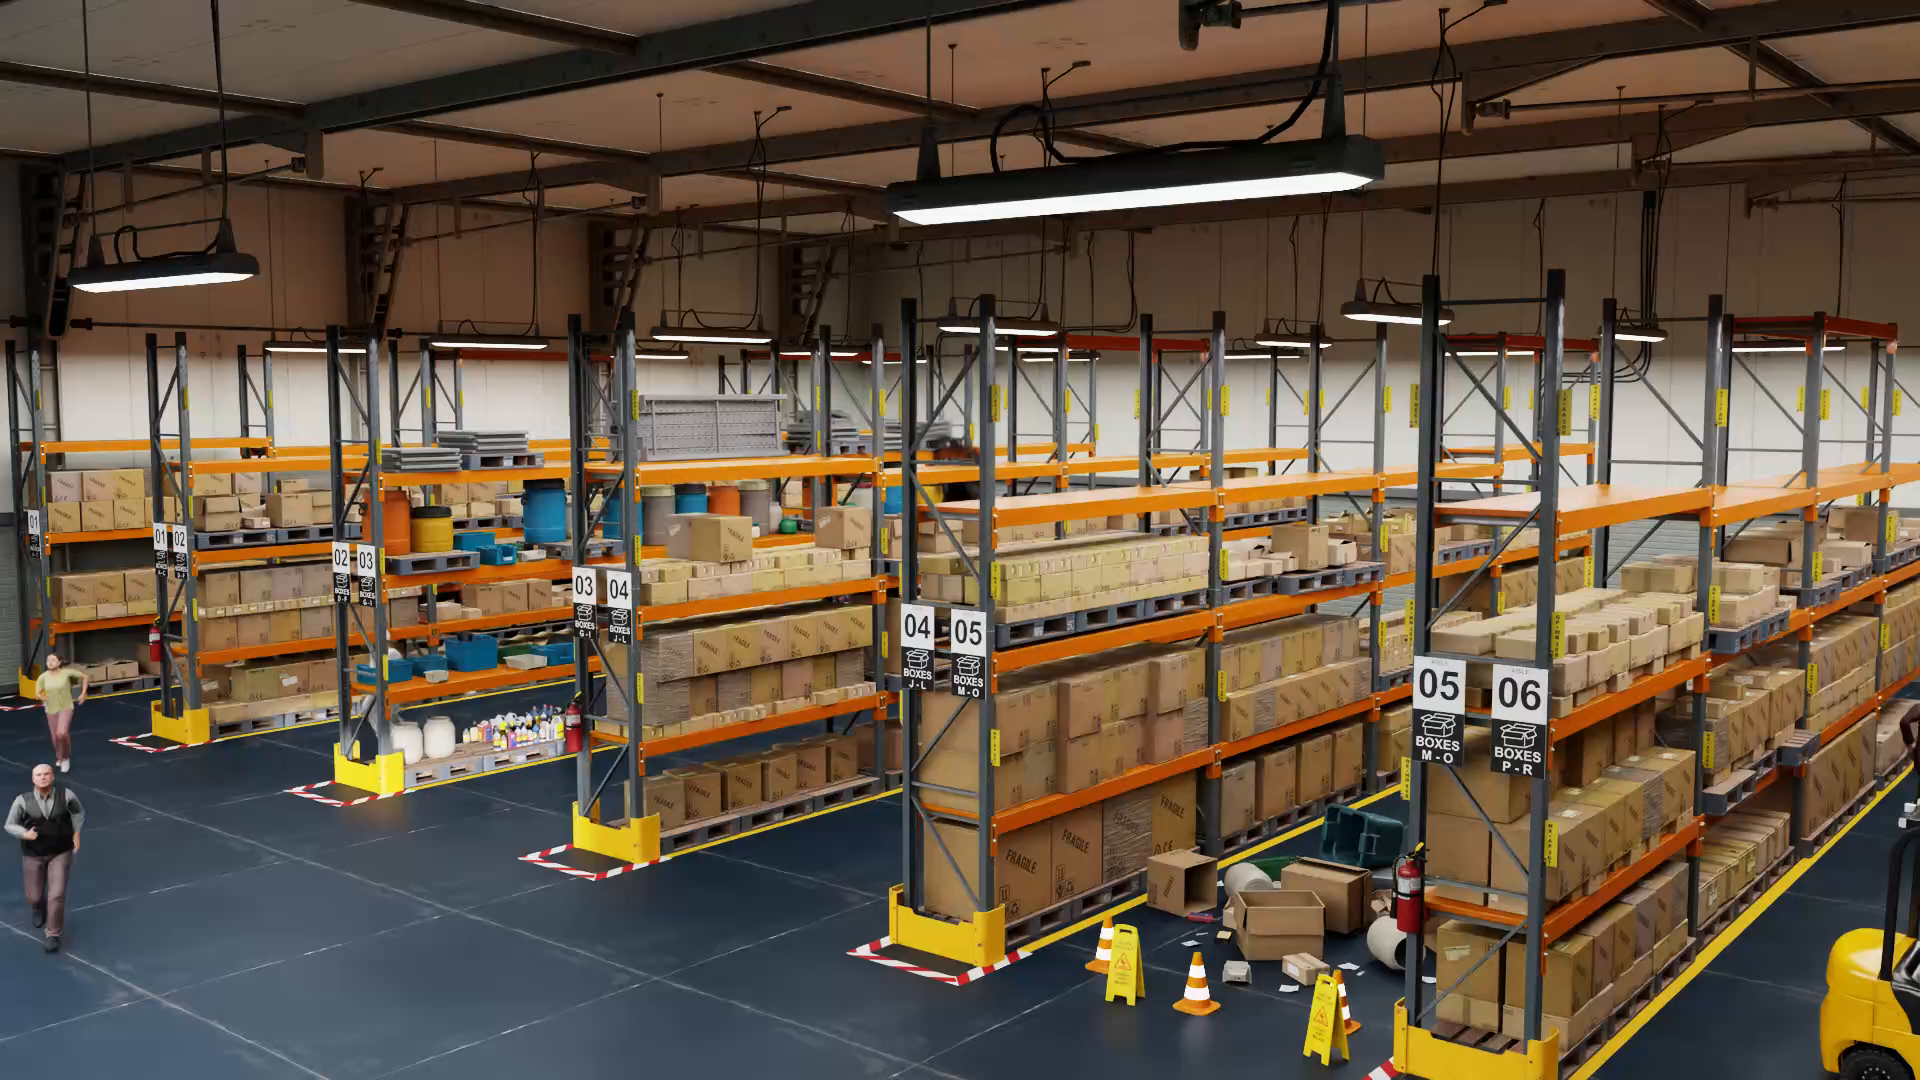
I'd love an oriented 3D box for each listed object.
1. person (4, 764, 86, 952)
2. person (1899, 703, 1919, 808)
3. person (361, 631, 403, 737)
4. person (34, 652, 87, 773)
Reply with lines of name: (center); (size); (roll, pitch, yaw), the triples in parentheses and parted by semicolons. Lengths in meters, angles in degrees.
person: (-8.513, 2.920, 15.507); (0.670, 1.694, 0.797); (-3, 6, -30)
person: (11.435, 2.531, 19.484); (0.684, 1.763, 0.765); (5, 7, 41)
person: (-8.225, 2.141, 23.807); (0.662, 1.744, 0.766); (2, 6, 25)
person: (-12.131, 2.311, 22.435); (0.584, 1.636, 0.818); (-1, 5, -11)
